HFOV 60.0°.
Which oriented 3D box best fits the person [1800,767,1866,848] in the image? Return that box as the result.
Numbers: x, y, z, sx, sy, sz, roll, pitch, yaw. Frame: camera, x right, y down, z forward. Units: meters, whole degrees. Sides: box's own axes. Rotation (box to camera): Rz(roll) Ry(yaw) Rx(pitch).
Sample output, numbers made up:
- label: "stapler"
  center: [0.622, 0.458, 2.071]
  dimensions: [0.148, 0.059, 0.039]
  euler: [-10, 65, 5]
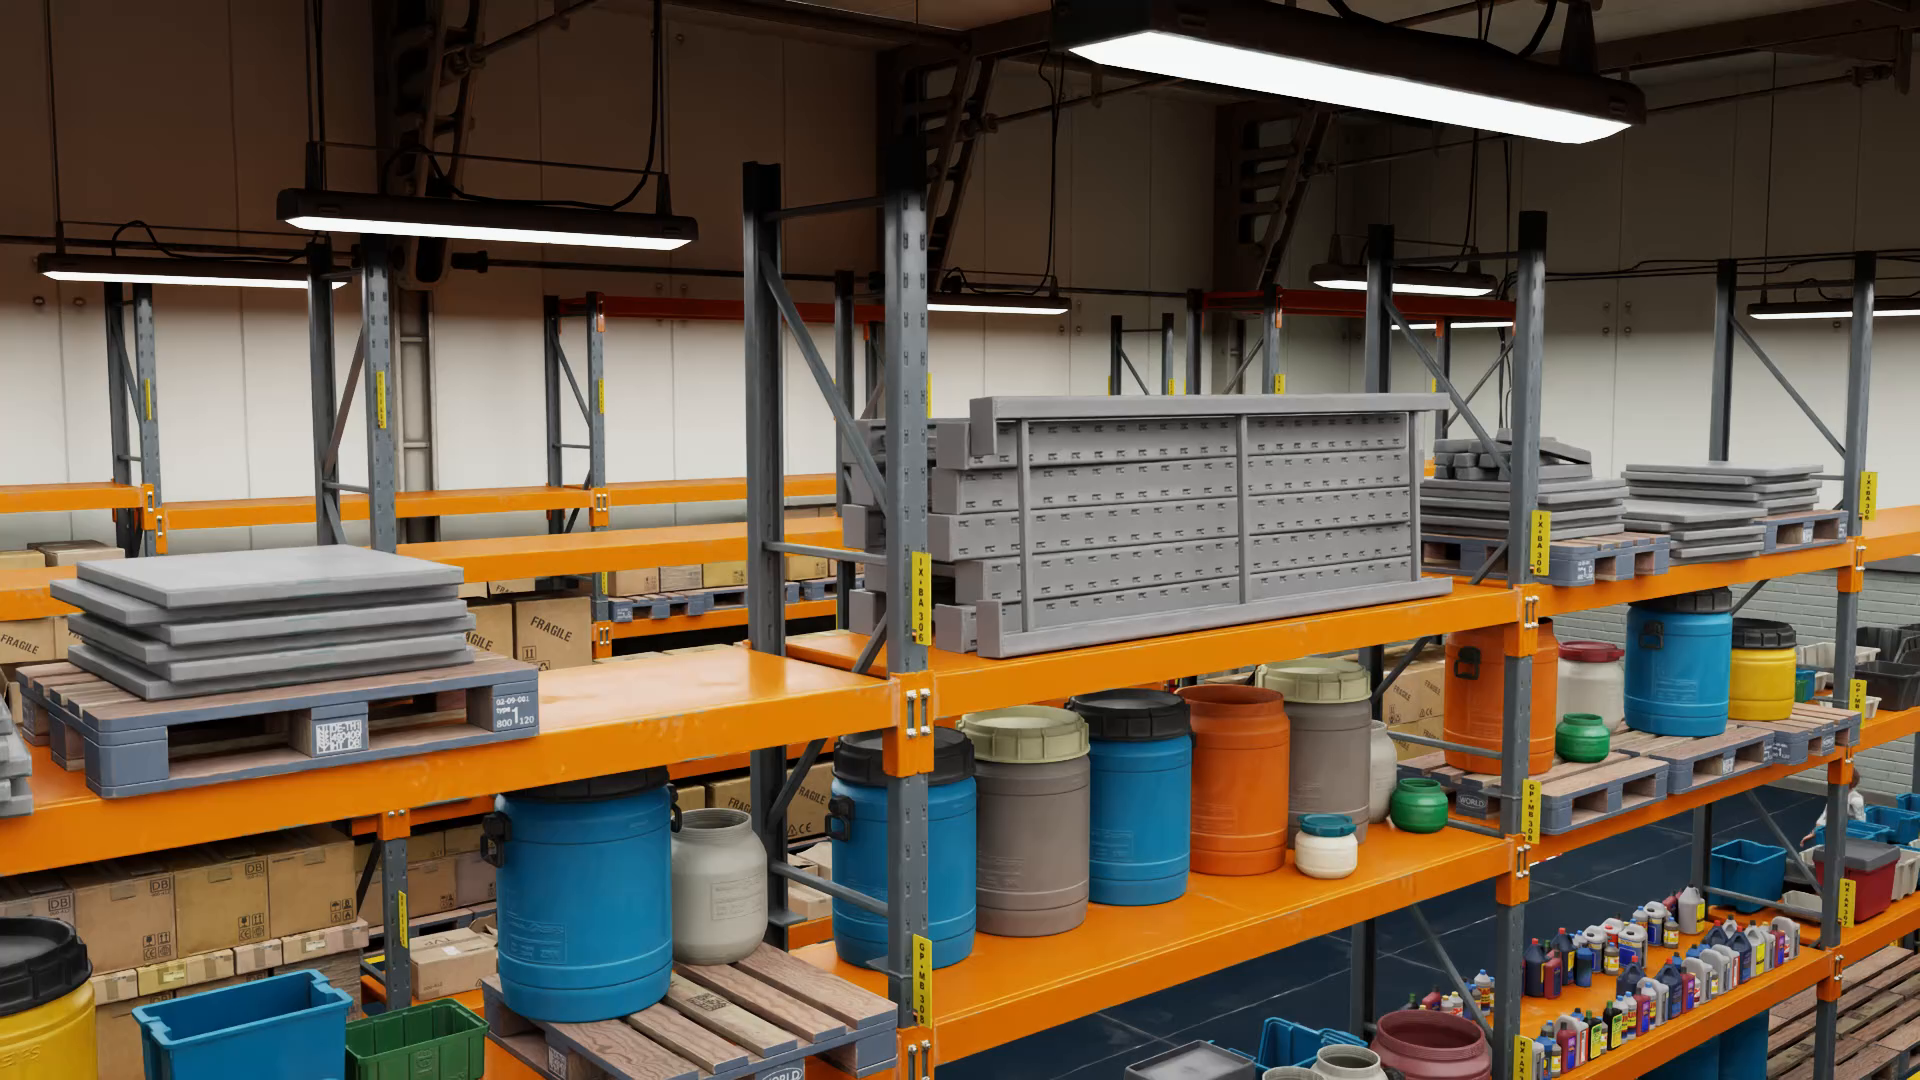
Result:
- label: "person"
  center: [8.278, 2.918, 15.645]
  dimensions: [0.963, 1.438, 0.475]
  euler: [-1, 6, -13]
